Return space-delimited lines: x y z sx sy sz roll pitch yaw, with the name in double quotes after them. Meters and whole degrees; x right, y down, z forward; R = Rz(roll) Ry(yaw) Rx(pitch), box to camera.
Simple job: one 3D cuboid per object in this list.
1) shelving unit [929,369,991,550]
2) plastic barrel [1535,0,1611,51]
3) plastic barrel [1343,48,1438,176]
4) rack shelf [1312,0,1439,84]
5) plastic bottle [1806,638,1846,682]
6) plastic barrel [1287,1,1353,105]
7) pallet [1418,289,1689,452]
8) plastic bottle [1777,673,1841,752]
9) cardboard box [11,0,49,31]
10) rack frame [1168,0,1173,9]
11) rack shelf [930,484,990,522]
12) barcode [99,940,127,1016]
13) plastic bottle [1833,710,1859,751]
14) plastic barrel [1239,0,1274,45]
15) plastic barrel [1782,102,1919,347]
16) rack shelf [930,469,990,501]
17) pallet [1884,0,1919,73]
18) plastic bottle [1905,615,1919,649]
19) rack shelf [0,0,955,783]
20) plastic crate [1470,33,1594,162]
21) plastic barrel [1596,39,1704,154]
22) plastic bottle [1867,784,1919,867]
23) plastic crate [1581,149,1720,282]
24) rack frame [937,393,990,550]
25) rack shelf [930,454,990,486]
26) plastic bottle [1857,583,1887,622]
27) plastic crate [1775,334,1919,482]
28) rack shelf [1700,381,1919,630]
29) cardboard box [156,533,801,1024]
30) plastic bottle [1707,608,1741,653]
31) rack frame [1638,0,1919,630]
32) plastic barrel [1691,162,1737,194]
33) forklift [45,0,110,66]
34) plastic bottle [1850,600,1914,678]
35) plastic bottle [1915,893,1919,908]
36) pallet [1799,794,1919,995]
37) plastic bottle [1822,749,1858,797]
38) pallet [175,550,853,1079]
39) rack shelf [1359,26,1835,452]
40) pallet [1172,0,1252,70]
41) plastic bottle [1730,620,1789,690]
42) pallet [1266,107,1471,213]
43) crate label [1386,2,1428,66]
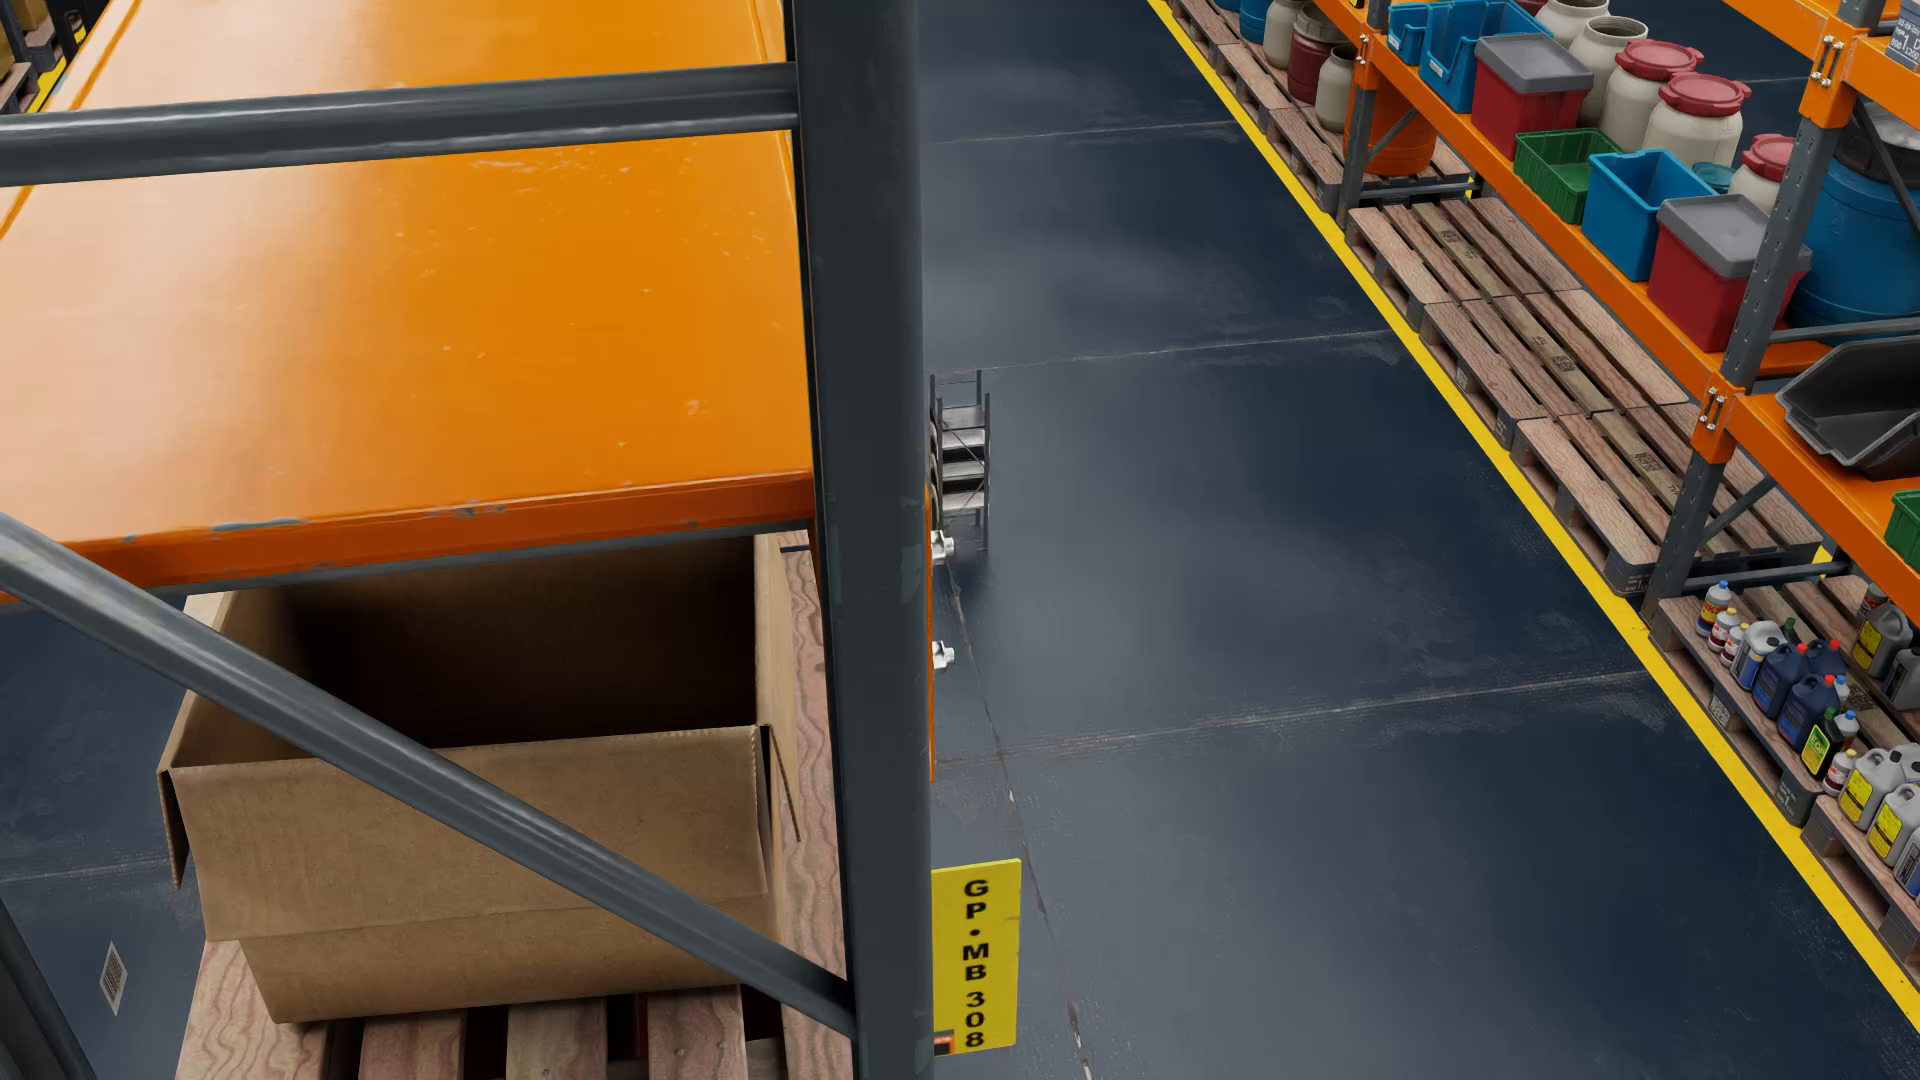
-0.001 -0.360 7.880 0.258 0.900 0.210 -6 38 -8 "shelving unit"
3.334 -2.716 9.110 0.421 0.512 0.421 0 38 0 "plastic barrel"
2.841 -2.872 10.829 0.600 0.830 0.708 -6 38 -8 "plastic barrel"
2.593 -4.194 11.690 1.077 0.370 4.000 -6 38 -8 "rack shelf"
3.520 0.535 6.817 0.144 0.351 0.185 -6 38 -8 "plastic bottle"
2.643 -3.459 11.781 0.600 0.588 0.708 -6 38 -8 "plastic barrel"
3.252 -0.961 9.215 1.003 0.211 1.213 -6 38 -8 "pallet"
3.411 0.665 6.650 0.144 0.351 0.185 -8 39 -10 "plastic bottle"
-7.542 -4.262 12.886 0.700 0.500 0.500 -6 38 -7 "cardboard box"
2.242 -5.686 13.024 1.000 3.000 0.127 -6 38 -8 "rack frame"
-0.001 -0.192 8.011 0.258 0.077 0.200 -6 38 -8 "rack shelf"
-1.059 0.548 2.081 0.001 0.075 0.075 -6 38 -8 "barcode"
3.473 0.781 6.565 0.097 0.271 0.097 0 38 0 "plastic bottle"
2.445 -4.265 12.563 0.600 0.901 0.708 -6 38 -8 "plastic barrel"
3.875 -1.318 6.993 0.600 0.901 0.708 -6 38 -8 "plastic barrel"
-0.001 -0.263 7.956 0.258 0.077 0.200 -6 38 -8 "rack shelf"
3.867 -1.539 5.394 1.213 0.211 1.003 -6 38 -8 "pallet"
4.041 0.376 7.021 0.144 0.351 0.185 -7 38 -9 "plastic bottle"
-0.882 -1.043 3.069 1.077 0.370 4.000 -6 38 -8 "rack shelf"
2.926 -2.286 8.596 0.402 0.464 0.583 -6 38 -8 "plastic crate"
3.488 -2.214 8.443 0.433 0.535 0.433 0 38 0 "plastic barrel"
3.518 1.034 6.175 0.144 0.351 0.185 -5 38 -6 "plastic bottle"
3.145 -1.480 7.624 0.392 0.384 0.575 -6 38 -8 "plastic crate"
0.016 -0.299 7.801 0.240 0.900 0.006 -6 38 -8 "rack frame"
-0.001 -0.334 7.901 0.258 0.077 0.200 -6 38 -8 "rack shelf"
4.015 0.263 7.289 0.097 0.201 0.097 0 38 0 "plastic bottle"
3.611 -0.500 6.399 0.767 0.338 0.504 -6 38 -8 "plastic crate"
3.995 0.638 5.470 1.077 0.370 4.000 -6 38 -8 "rack shelf"
-0.628 0.299 2.335 0.797 0.503 0.637 -4 38 -5 "cardboard box"
3.287 0.378 7.140 0.097 0.201 0.097 0 38 0 "plastic bottle"
3.645 -0.854 6.804 1.000 3.000 0.127 -6 38 -8 "rack frame"
3.564 -1.615 7.897 0.301 0.262 0.301 0 38 0 "plastic barrel"
-3.759 -2.026 8.369 1.130 2.935 3.031 -20 42 -24 "forklift"
3.899 0.392 7.001 0.144 0.351 0.185 -6 38 -8 "plastic bottle"
3.575 1.247 5.962 0.152 0.276 0.135 -6 38 -8 "plastic bottle"
3.939 1.396 6.181 1.003 0.211 1.213 -6 38 -8 "pallet"
3.437 0.897 6.473 0.097 0.201 0.097 0 38 0 "plastic bottle"
-0.630 0.513 2.672 1.003 0.211 1.213 -6 38 -8 "pallet"
3.294 -1.778 8.580 1.077 0.370 4.000 -6 38 -8 "rack shelf"
2.336 -4.114 13.274 1.003 0.211 1.213 -6 38 -8 "pallet"
3.353 0.480 6.949 0.152 0.276 0.135 -5 38 -6 "plastic bottle"
2.764 -2.640 11.377 1.003 0.211 1.213 -6 38 -8 "pallet"
2.648 -2.909 9.586 0.303 0.233 0.416 -6 38 -8 "crate label"
